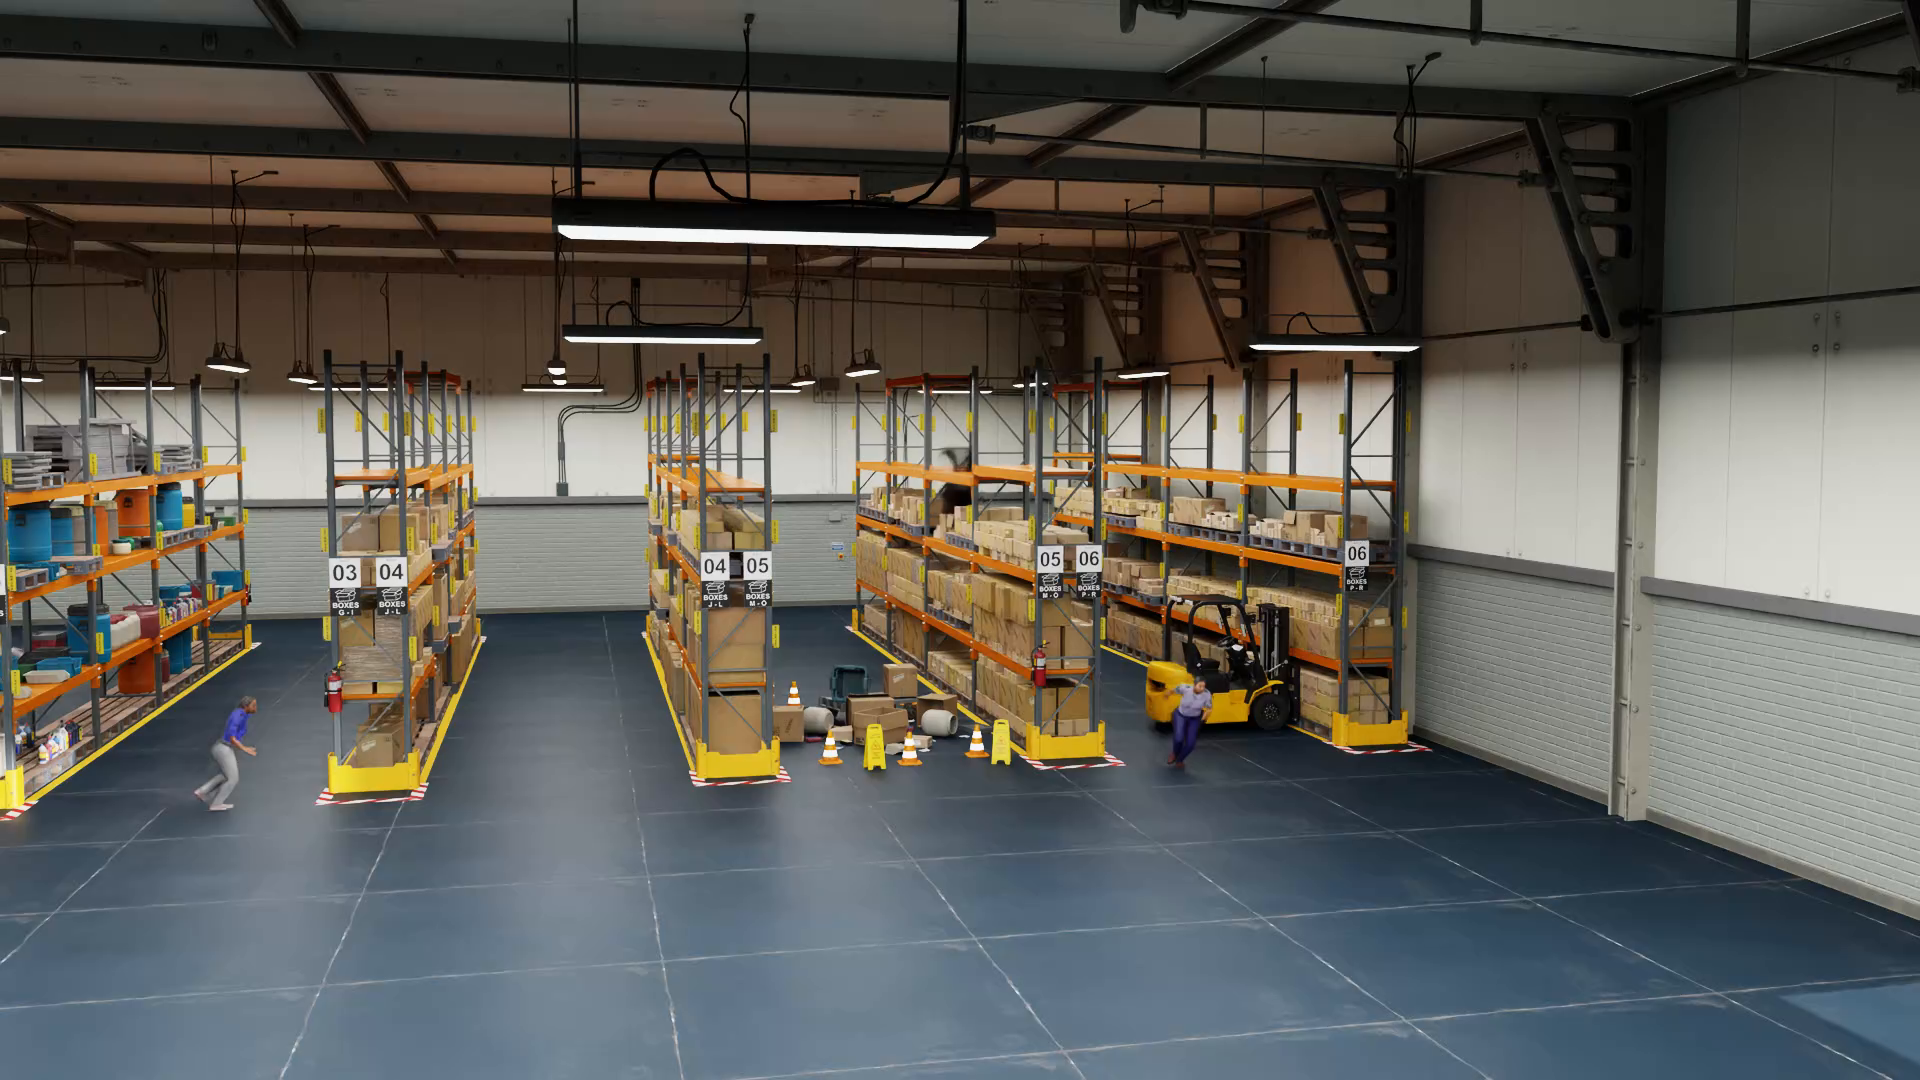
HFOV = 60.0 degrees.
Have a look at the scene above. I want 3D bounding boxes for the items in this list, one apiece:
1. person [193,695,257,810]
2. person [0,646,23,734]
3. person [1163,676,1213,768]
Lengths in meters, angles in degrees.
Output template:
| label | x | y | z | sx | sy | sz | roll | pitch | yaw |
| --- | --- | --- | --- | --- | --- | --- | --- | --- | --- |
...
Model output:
| label | x | y | z | sx | sy | sz | roll | pitch | yaw |
| --- | --- | --- | --- | --- | --- | --- | --- | --- | --- |
| person | -9.519 | 2.753 | 21.549 | 0.803 | 1.497 | 0.538 | -2 | 4 | -21 |
| person | -15.148 | 2.309 | 26.188 | 0.626 | 1.728 | 1.038 | 0 | 4 | 3 |
| person | 3.316 | 2.625 | 23.980 | 0.615 | 1.423 | 0.923 | 0 | 4 | -6 |
